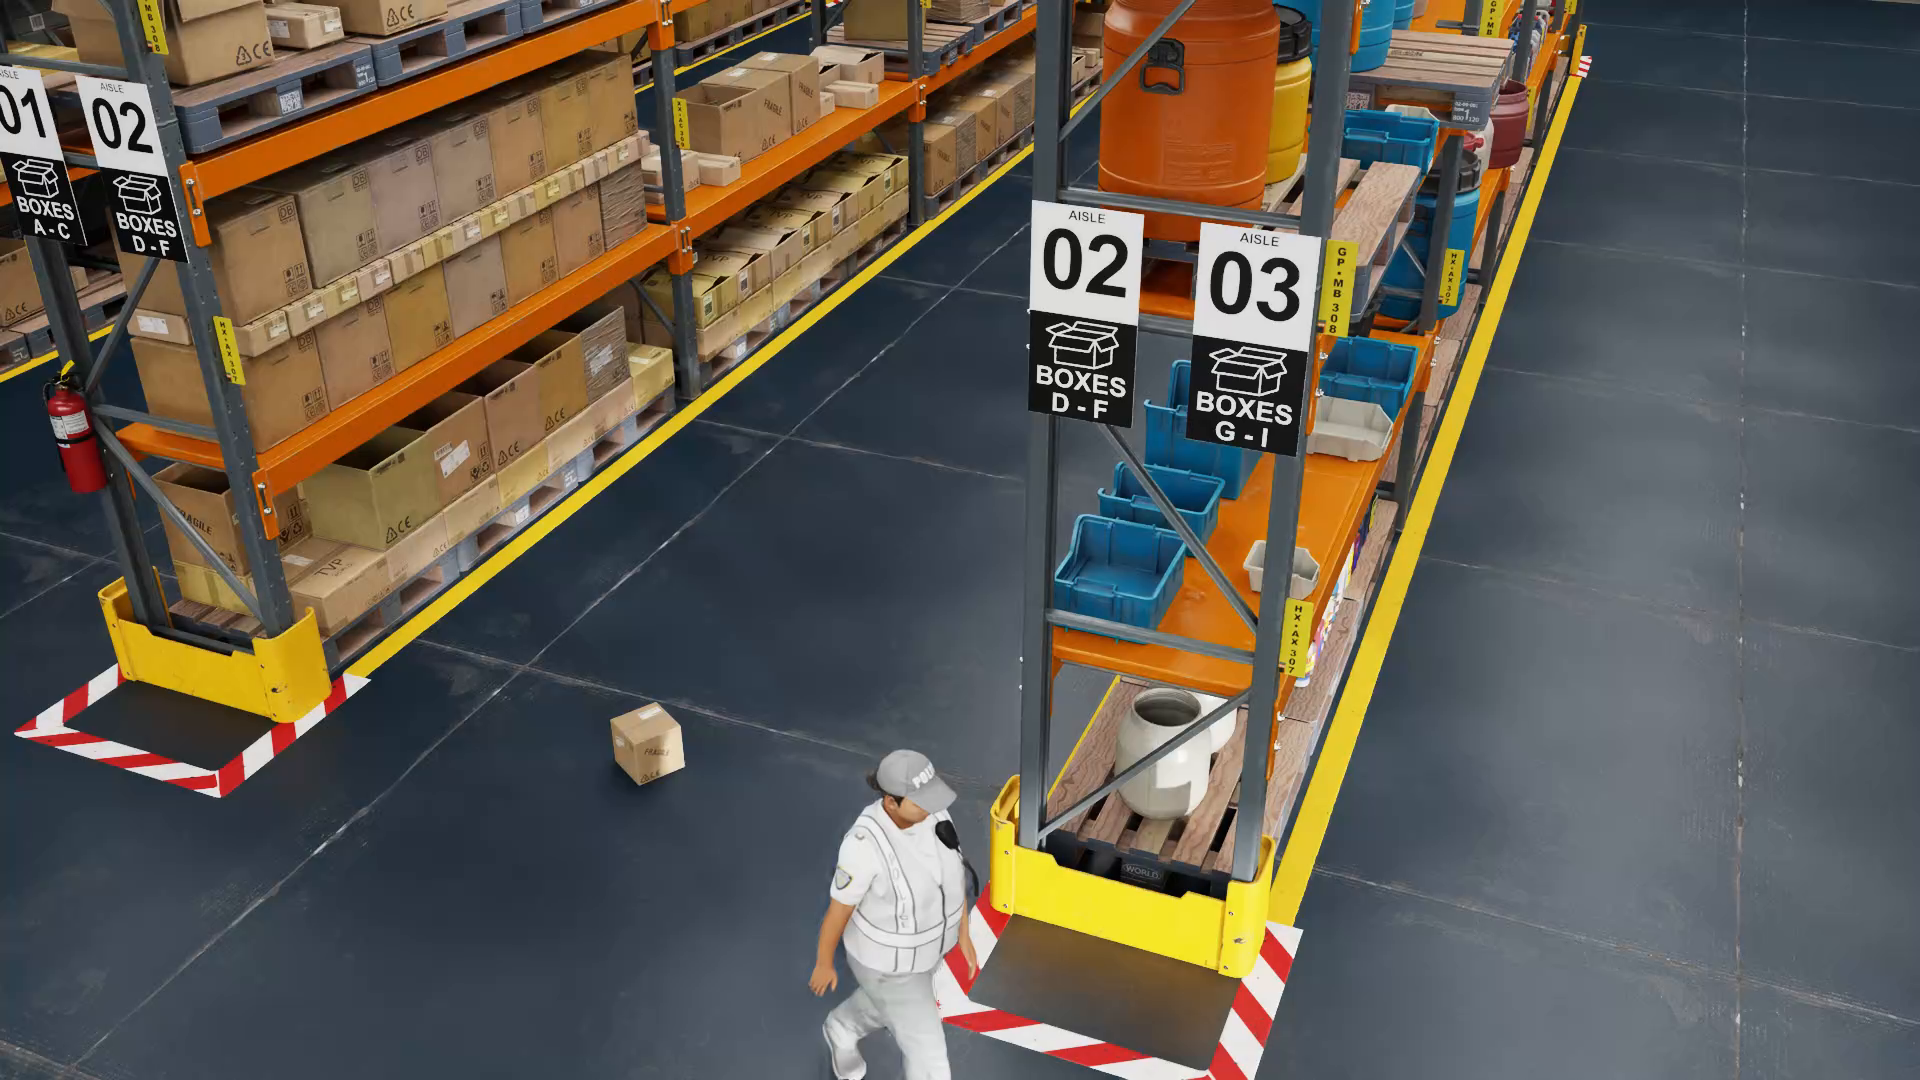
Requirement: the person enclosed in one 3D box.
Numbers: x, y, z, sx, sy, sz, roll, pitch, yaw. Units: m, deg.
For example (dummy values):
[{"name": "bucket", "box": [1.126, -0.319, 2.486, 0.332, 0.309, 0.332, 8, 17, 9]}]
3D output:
[{"name": "person", "box": [-0.190, 1.443, 5.881, 0.945, 1.609, 0.556, 22, 36, 33]}]
